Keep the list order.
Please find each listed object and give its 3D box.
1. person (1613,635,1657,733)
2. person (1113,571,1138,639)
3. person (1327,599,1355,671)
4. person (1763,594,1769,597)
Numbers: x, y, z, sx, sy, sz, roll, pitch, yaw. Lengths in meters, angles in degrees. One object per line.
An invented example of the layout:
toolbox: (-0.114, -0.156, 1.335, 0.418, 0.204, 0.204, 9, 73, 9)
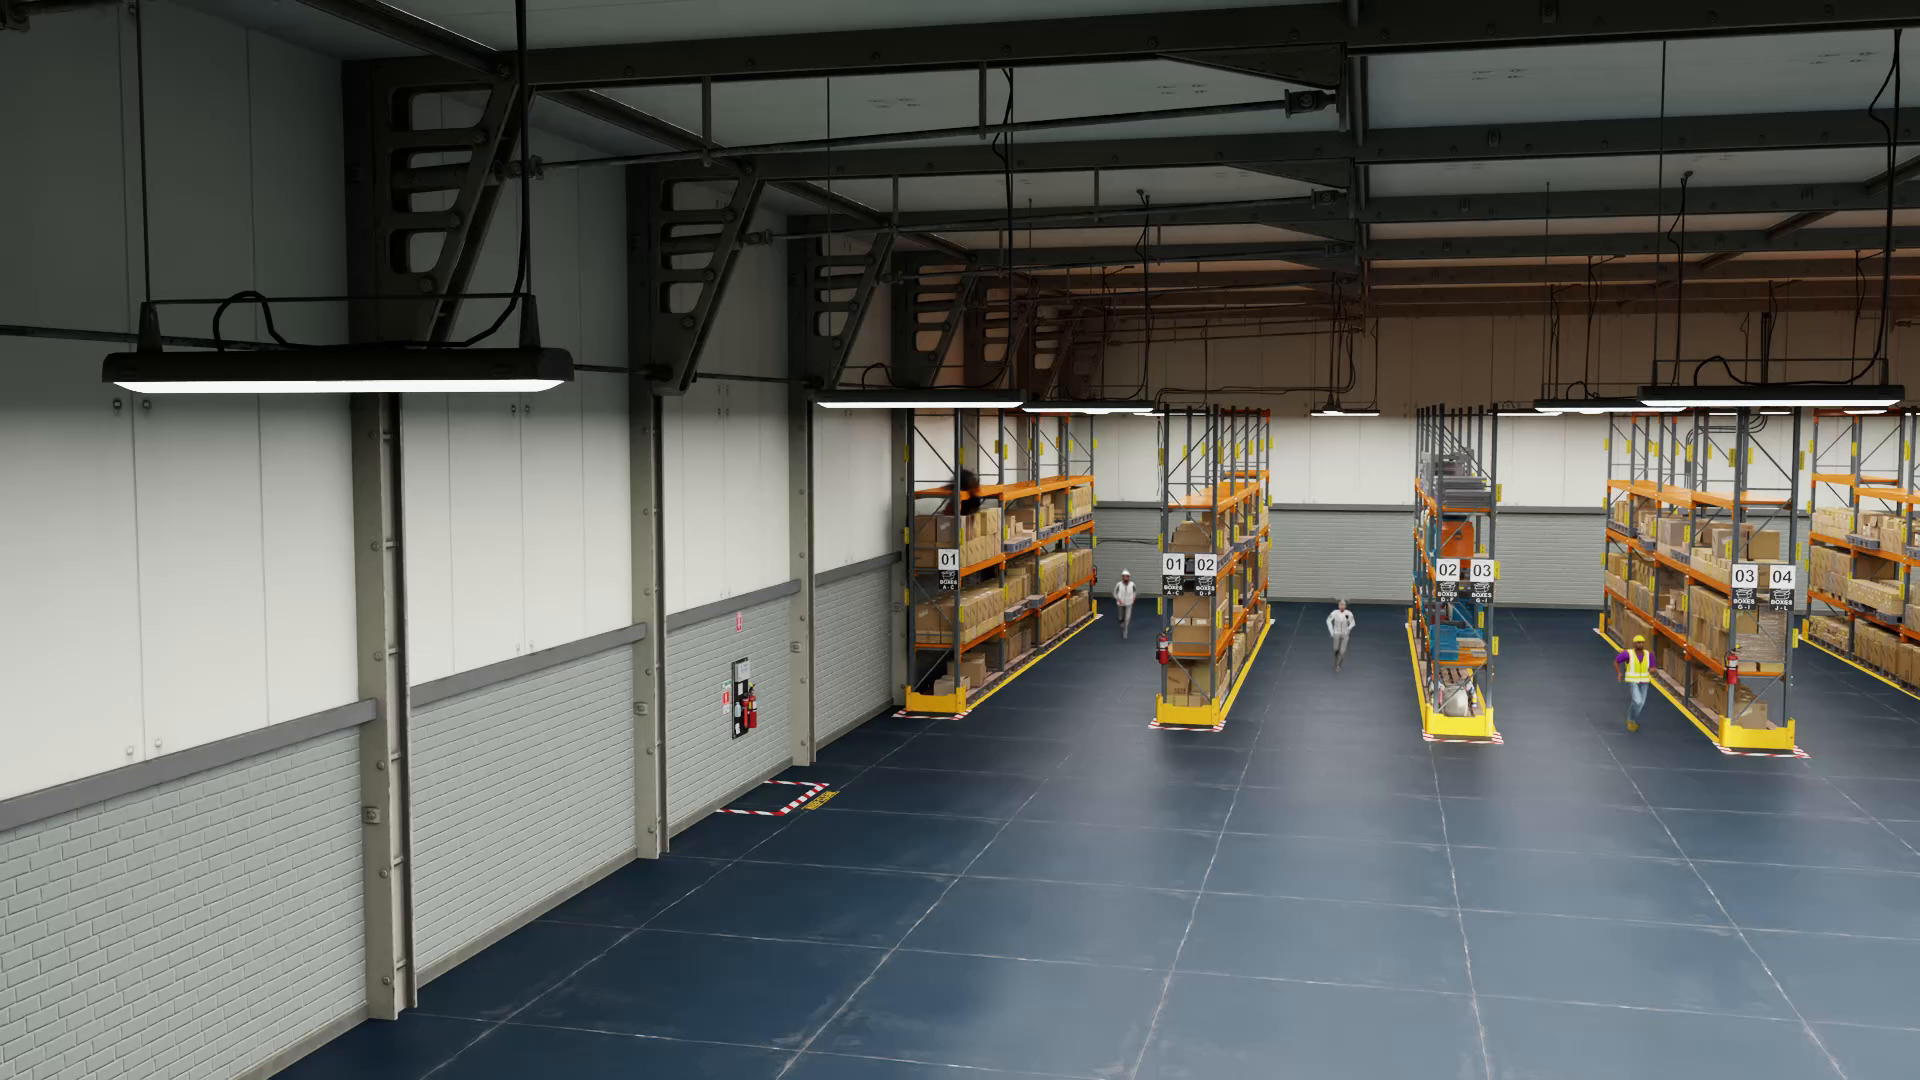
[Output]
person: (12.403, 2.629, 30.440, 0.675, 1.785, 0.711, 0, 4, -3)
person: (4.344, 1.691, 43.751, 0.641, 1.757, 1.011, 1, 4, 9)
person: (8.651, 2.151, 37.744, 0.621, 1.652, 0.531, 1, 4, 10)
person: (20.792, 1.701, 42.873, 0.714, 1.767, 0.967, 2, 5, 23)
